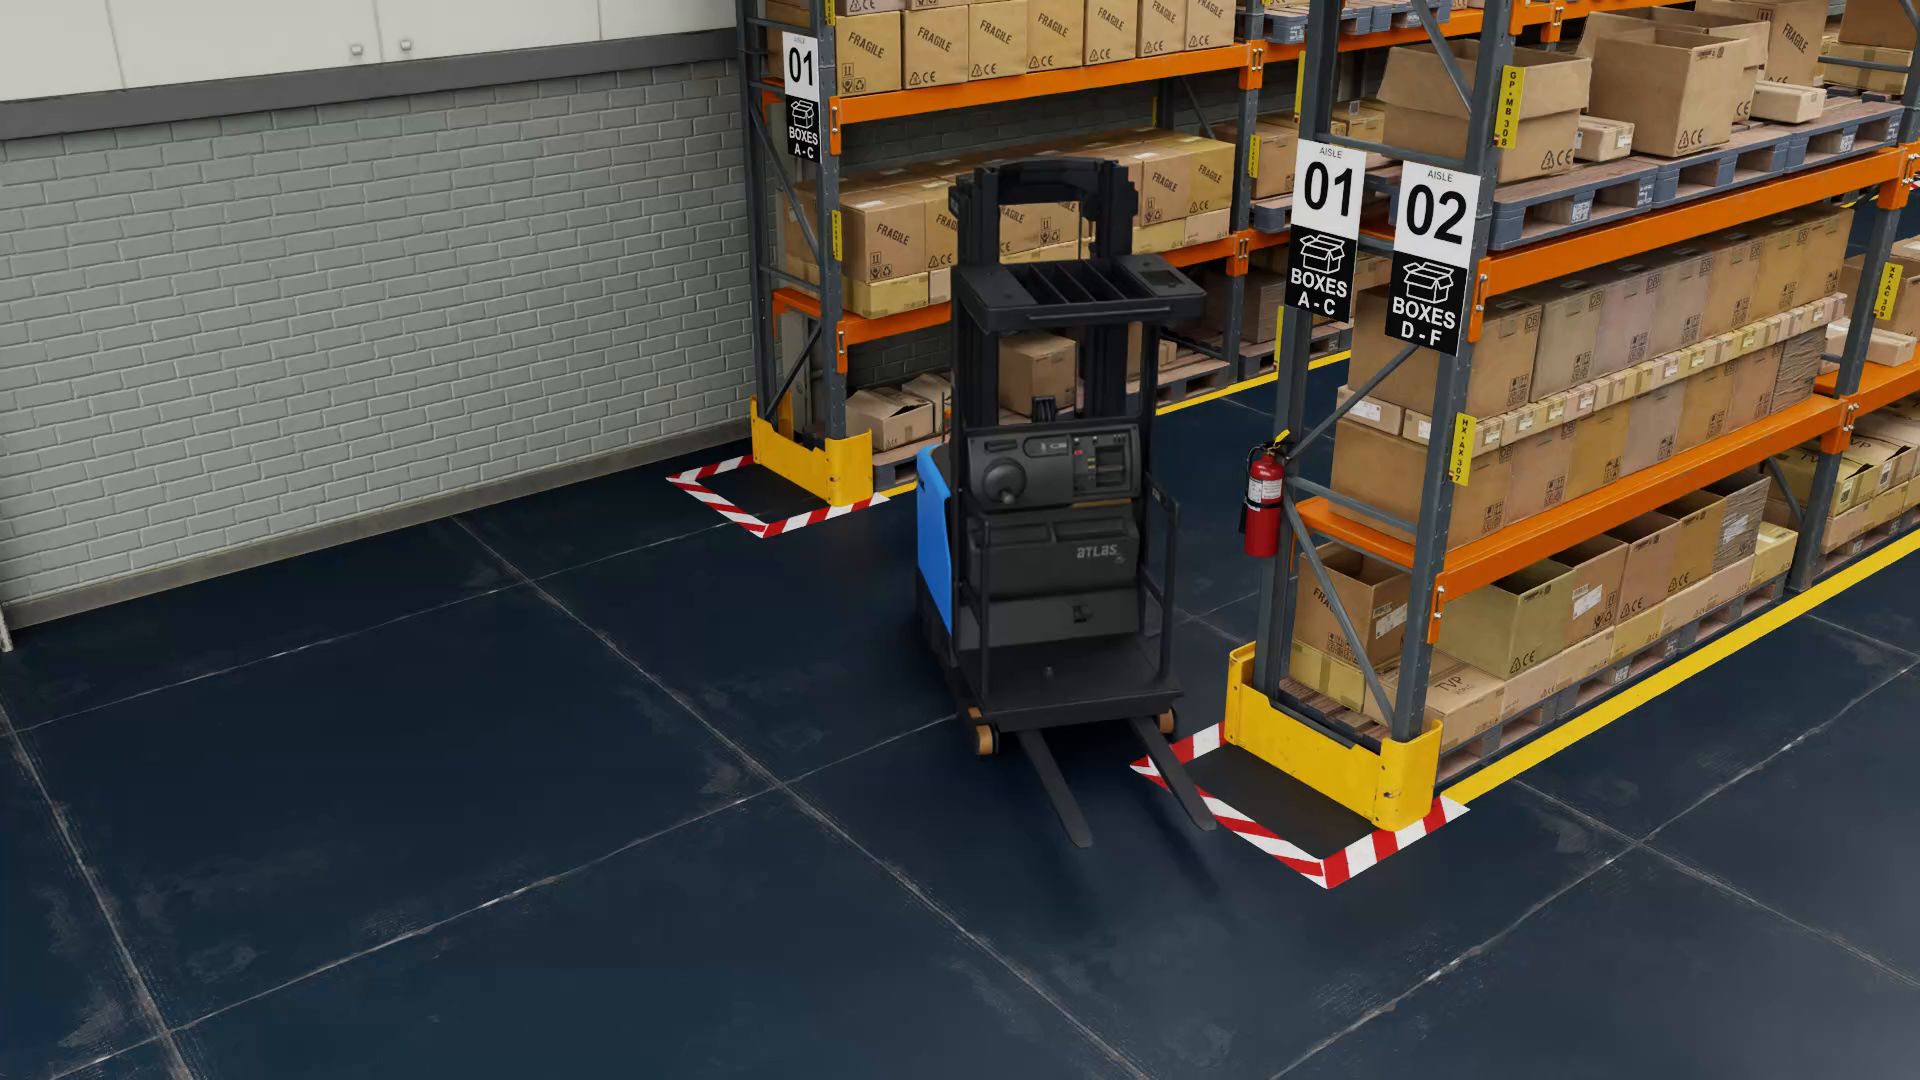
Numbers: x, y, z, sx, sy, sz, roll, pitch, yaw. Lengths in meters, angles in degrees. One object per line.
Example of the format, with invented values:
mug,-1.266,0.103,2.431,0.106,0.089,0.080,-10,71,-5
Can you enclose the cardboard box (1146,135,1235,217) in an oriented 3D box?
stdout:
cardboard box,1.815,-2.897,13.192,0.500,0.500,0.500,-18,31,-34

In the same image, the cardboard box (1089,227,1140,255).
cardboard box,1.027,-2.296,12.789,0.500,0.250,0.500,-18,31,-34

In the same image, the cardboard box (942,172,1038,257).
cardboard box,0.216,-2.365,12.046,0.500,0.500,0.500,-19,31,-36

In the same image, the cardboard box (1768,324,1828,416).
cardboard box,4.711,-1.129,10.000,0.500,0.500,0.700,-19,31,-35

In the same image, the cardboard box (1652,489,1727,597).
cardboard box,4.034,-0.034,9.637,0.500,0.500,0.500,-18,31,-34

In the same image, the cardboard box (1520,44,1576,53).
cardboard box,5.751,-4.747,16.528,0.500,0.250,0.500,-19,31,-36

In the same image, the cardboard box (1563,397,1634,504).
cardboard box,3.088,-0.589,8.838,0.500,0.500,0.700,-18,30,-34

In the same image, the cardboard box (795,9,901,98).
cardboard box,-0.734,-3.221,10.921,0.500,0.500,0.500,-17,30,-33

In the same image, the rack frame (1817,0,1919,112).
rack frame,5.056,-3.922,9.011,0.127,3.000,1.000,-18,31,-34

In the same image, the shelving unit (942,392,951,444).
shelving unit,0.042,-0.490,11.059,0.252,1.050,0.215,-18,31,-34

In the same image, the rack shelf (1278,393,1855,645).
rack shelf,3.482,-0.355,9.306,4.000,0.370,1.077,-18,31,-34

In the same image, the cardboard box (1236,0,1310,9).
cardboard box,2.476,-4.553,13.316,0.500,0.500,0.500,-14,28,-27

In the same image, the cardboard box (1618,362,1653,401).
cardboard box,3.363,-0.867,8.666,0.250,0.149,0.380,-19,31,-35

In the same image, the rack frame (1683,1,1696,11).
rack frame,8.292,-4.919,18.286,0.127,3.000,1.000,-18,31,-34

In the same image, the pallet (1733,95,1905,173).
pallet,4.401,-2.291,9.166,1.213,0.211,1.003,-18,31,-34

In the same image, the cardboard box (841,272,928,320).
cardboard box,-0.571,-1.764,11.643,0.500,0.250,0.500,-19,31,-35

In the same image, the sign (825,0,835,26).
sign,-0.816,-3.379,10.367,0.005,0.325,0.100,-18,31,-34

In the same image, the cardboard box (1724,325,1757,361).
cardboard box,4.173,-1.135,9.243,0.250,0.149,0.380,-18,31,-34

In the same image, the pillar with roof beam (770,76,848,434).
pillar with roof beam,1.522,-3.565,8.243,0.400,9.000,9.100,-18,31,-34

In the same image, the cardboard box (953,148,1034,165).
cardboard box,0.291,-2.670,12.703,0.500,0.500,0.500,-18,30,-33

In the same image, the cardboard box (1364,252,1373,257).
cardboard box,3.721,-2.819,15.317,0.500,0.250,0.500,-18,31,-34

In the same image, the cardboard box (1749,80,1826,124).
cardboard box,4.276,-2.298,8.708,0.250,0.149,0.380,-18,31,-34

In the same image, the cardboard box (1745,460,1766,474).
cardboard box,5.198,-0.599,11.078,0.500,0.311,0.500,-18,31,-34

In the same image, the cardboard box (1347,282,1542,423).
cardboard box,2.326,-0.926,8.023,0.500,0.500,0.700,-18,30,-34

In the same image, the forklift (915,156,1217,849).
forklift,0.547,-0.361,8.547,1.130,2.935,3.031,-5,25,-11

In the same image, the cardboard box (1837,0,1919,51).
cardboard box,5.566,-3.171,9.745,0.500,0.500,0.500,-18,30,-33

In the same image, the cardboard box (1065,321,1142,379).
cardboard box,1.205,-1.624,13.632,0.500,0.500,0.500,-21,32,-38

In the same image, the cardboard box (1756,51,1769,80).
cardboard box,4.072,-2.591,9.148,0.500,0.311,0.500,-20,32,-37

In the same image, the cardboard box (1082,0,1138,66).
cardboard box,0.933,-3.759,12.081,0.500,0.500,0.500,-20,31,-36

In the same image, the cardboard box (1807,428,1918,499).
cardboard box,5.932,-0.552,10.977,0.500,0.311,0.500,-19,31,-35

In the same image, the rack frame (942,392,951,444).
rack frame,-0.054,-0.458,10.991,0.008,1.050,0.200,-18,31,-34

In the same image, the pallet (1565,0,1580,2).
pallet,5.618,-5.340,15.854,1.003,0.211,1.213,-17,30,-32

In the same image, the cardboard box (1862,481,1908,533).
cardboard box,5.930,-0.299,11.099,0.500,0.250,0.500,-17,30,-33

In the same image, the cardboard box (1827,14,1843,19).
cardboard box,11.044,-5.958,20.169,0.700,0.700,0.980,-17,30,-32

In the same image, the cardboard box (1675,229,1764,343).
cardboard box,3.920,-1.456,9.164,0.500,0.500,0.700,-18,31,-34

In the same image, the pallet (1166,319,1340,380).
pallet,2.608,-1.779,14.832,1.213,0.211,1.003,-18,31,-34

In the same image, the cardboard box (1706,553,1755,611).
cardboard box,4.427,0.175,10.076,0.500,0.250,0.500,-18,31,-34

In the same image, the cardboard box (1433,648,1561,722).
cardboard box,2.859,0.698,8.950,0.500,0.250,0.500,-18,31,-34

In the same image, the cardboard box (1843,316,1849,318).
cardboard box,5.635,-1.429,10.926,0.258,0.266,0.396,-19,31,-35

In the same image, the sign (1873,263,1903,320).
sign,5.400,-1.446,9.680,0.005,0.325,0.100,-18,31,-34

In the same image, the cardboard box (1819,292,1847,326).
cardboard box,4.974,-1.399,9.812,0.250,0.149,0.380,-18,31,-34

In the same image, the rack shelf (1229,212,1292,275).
rack shelf,3.570,-3.034,15.079,4.000,0.370,1.077,-18,31,-34

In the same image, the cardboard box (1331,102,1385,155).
cardboard box,3.361,-3.531,14.654,0.500,0.500,0.700,-14,28,-27

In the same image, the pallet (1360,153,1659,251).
pallet,2.481,-1.657,7.800,1.213,0.211,1.003,-18,31,-34

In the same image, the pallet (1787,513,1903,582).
pallet,5.612,-0.140,11.302,1.213,0.211,1.003,-18,31,-34

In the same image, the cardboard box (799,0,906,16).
cardboard box,-0.698,-3.690,10.744,0.500,0.500,0.500,-21,32,-38

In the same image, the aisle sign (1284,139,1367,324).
aisle sign,1.676,-1.421,7.661,0.004,0.787,0.394,-18,31,-34

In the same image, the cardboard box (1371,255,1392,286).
cardboard box,3.759,-2.508,15.537,0.500,0.500,0.700,-18,31,-34

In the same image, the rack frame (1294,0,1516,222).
rack frame,1.909,-2.883,6.773,0.127,3.000,1.000,-18,31,-34

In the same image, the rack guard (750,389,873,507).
rack guard,-1.091,-0.688,12.138,0.348,0.500,1.175,-18,31,-34

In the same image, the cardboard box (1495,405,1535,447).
cardboard box,2.556,-0.601,8.094,0.250,0.149,0.380,-19,31,-35
